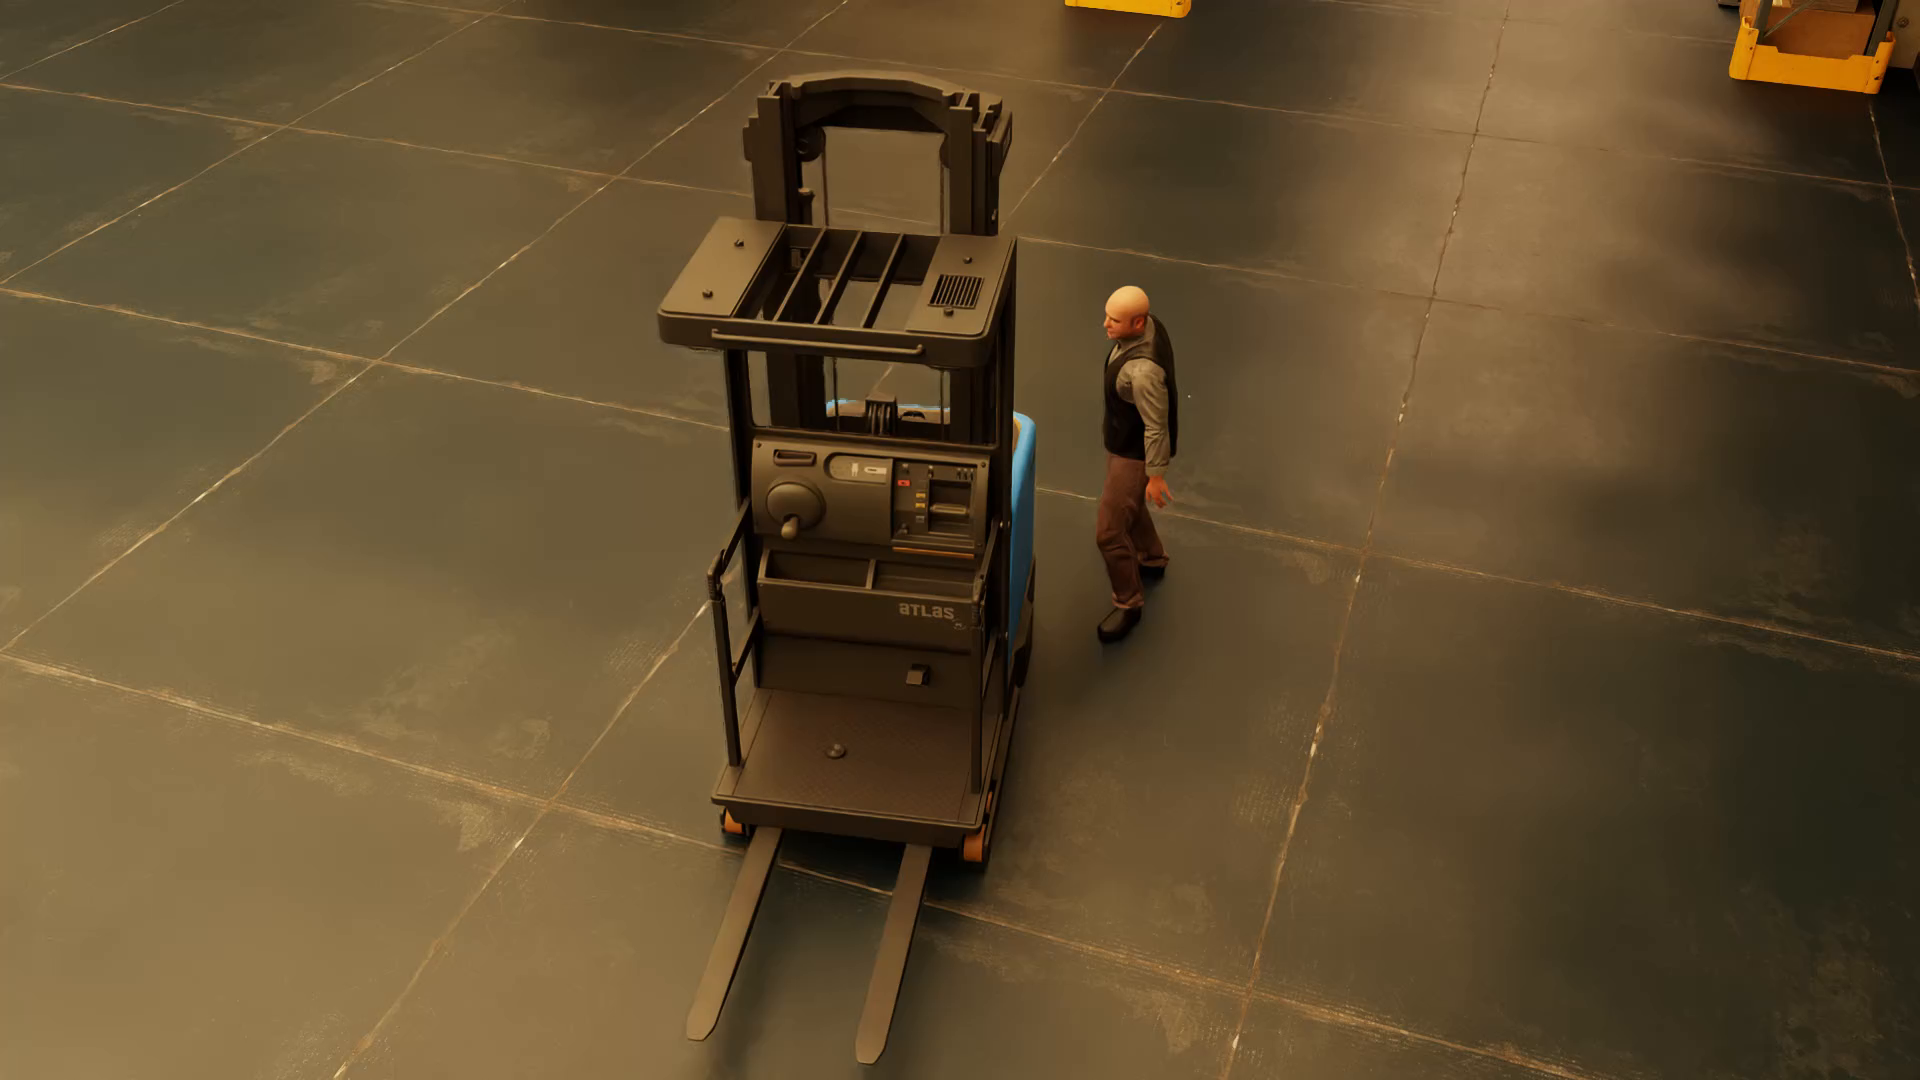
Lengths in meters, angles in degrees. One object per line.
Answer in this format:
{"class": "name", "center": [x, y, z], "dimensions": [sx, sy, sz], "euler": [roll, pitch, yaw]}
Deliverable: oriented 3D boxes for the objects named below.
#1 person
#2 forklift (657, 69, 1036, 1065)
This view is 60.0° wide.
{"class": "person", "center": [0.842, -0.434, 7.818], "dimensions": [0.406, 1.694, 0.860], "euler": [1, 35, 2]}
{"class": "forklift", "center": [-0.382, -0.106, 6.260], "dimensions": [1.130, 2.935, 3.031], "euler": [5, 36, 7]}
